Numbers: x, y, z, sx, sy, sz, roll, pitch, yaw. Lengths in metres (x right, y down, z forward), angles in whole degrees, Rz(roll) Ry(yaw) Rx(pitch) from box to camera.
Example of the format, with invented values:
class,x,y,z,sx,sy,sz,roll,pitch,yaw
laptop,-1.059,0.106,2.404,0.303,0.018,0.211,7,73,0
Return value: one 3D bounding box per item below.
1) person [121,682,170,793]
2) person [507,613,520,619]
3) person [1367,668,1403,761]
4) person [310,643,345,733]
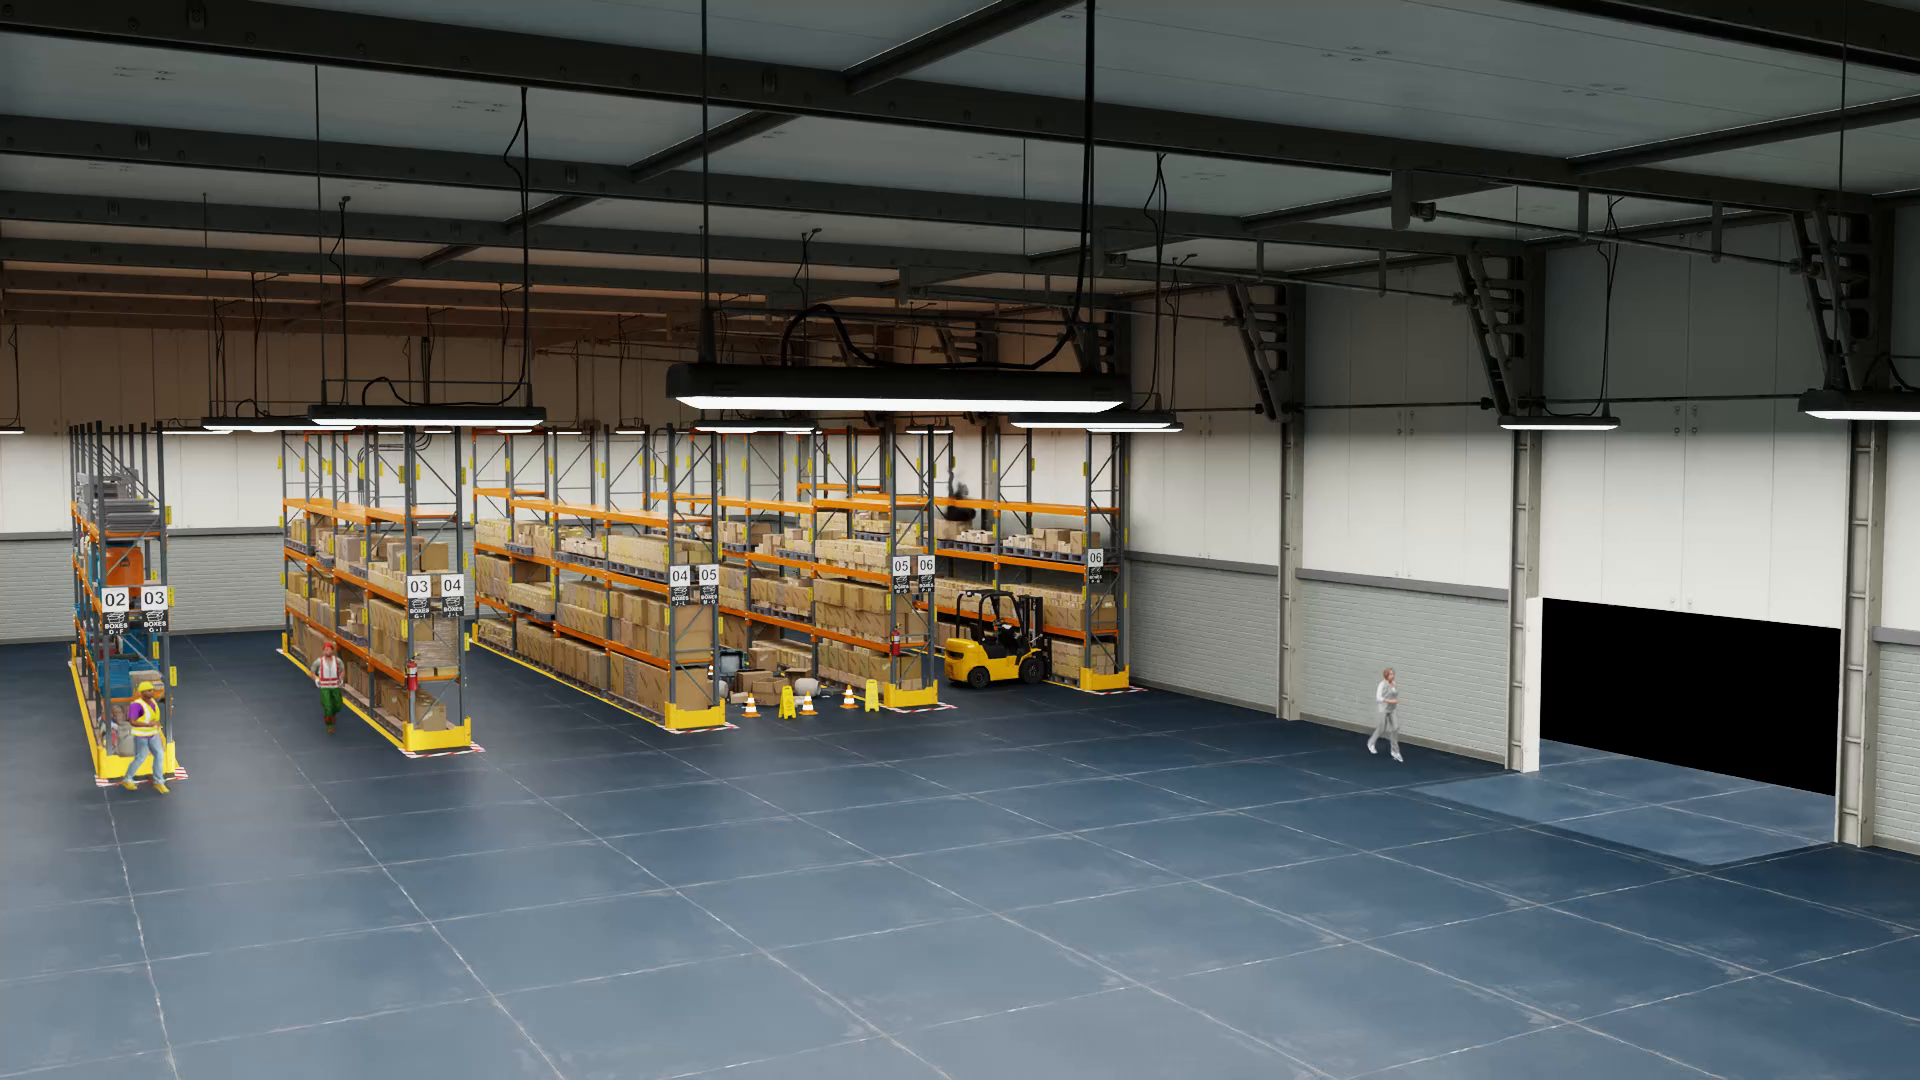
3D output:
class,x,y,z,sx,sy,sz,roll,pitch,yaw
person,-13.134,3.194,26.788,0.773,1.841,0.717,1,4,13
person,-12.896,1.899,48.232,0.532,1.701,0.756,1,4,14
person,7.609,3.084,29.695,0.557,1.634,0.758,-2,4,-30
person,-12.257,2.858,32.275,0.655,1.738,0.631,-2,4,-32
